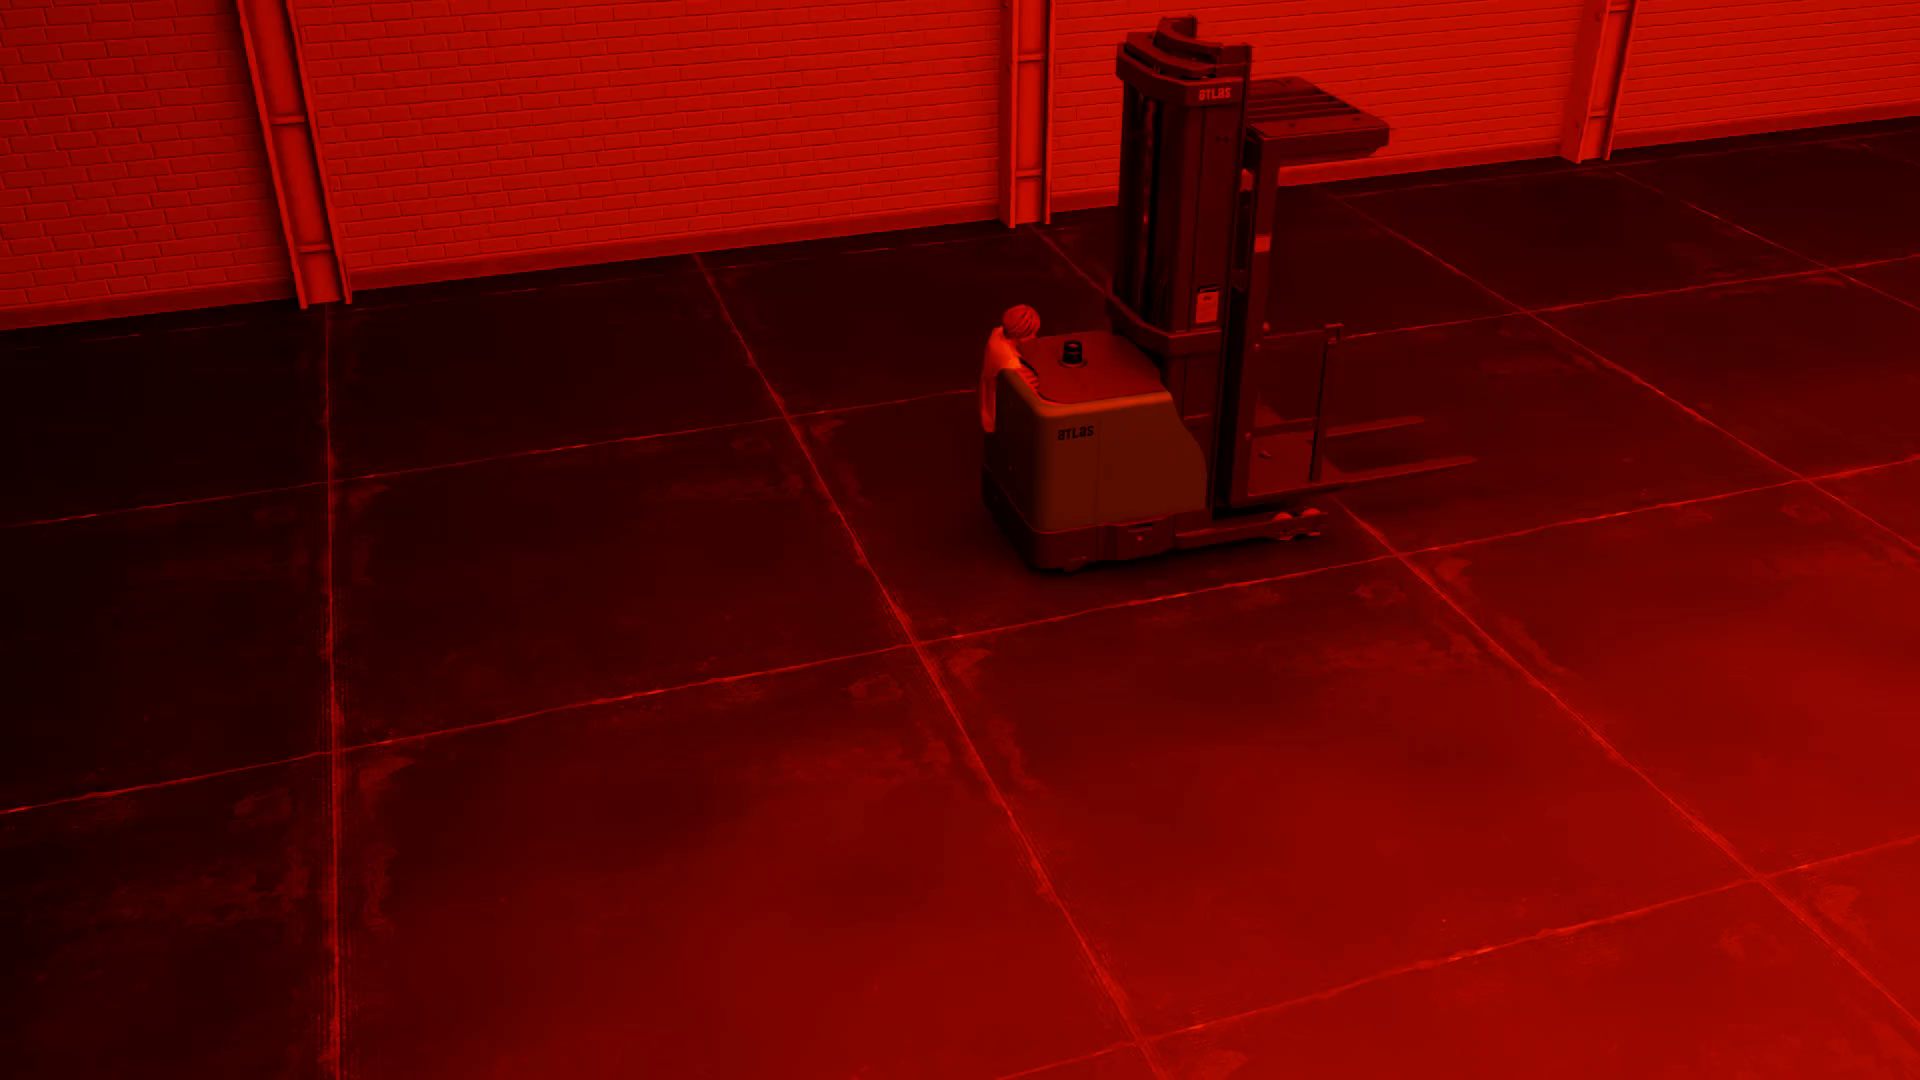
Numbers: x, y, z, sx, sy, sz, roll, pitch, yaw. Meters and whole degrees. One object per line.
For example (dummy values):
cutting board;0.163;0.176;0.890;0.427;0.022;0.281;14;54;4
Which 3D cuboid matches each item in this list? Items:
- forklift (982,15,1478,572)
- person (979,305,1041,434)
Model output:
forklift;1.711;-1.505;9.703;3.031;2.935;1.130;-9;31;-15
person;0.464;-0.783;9.976;0.688;1.349;0.822;-1;30;-2
